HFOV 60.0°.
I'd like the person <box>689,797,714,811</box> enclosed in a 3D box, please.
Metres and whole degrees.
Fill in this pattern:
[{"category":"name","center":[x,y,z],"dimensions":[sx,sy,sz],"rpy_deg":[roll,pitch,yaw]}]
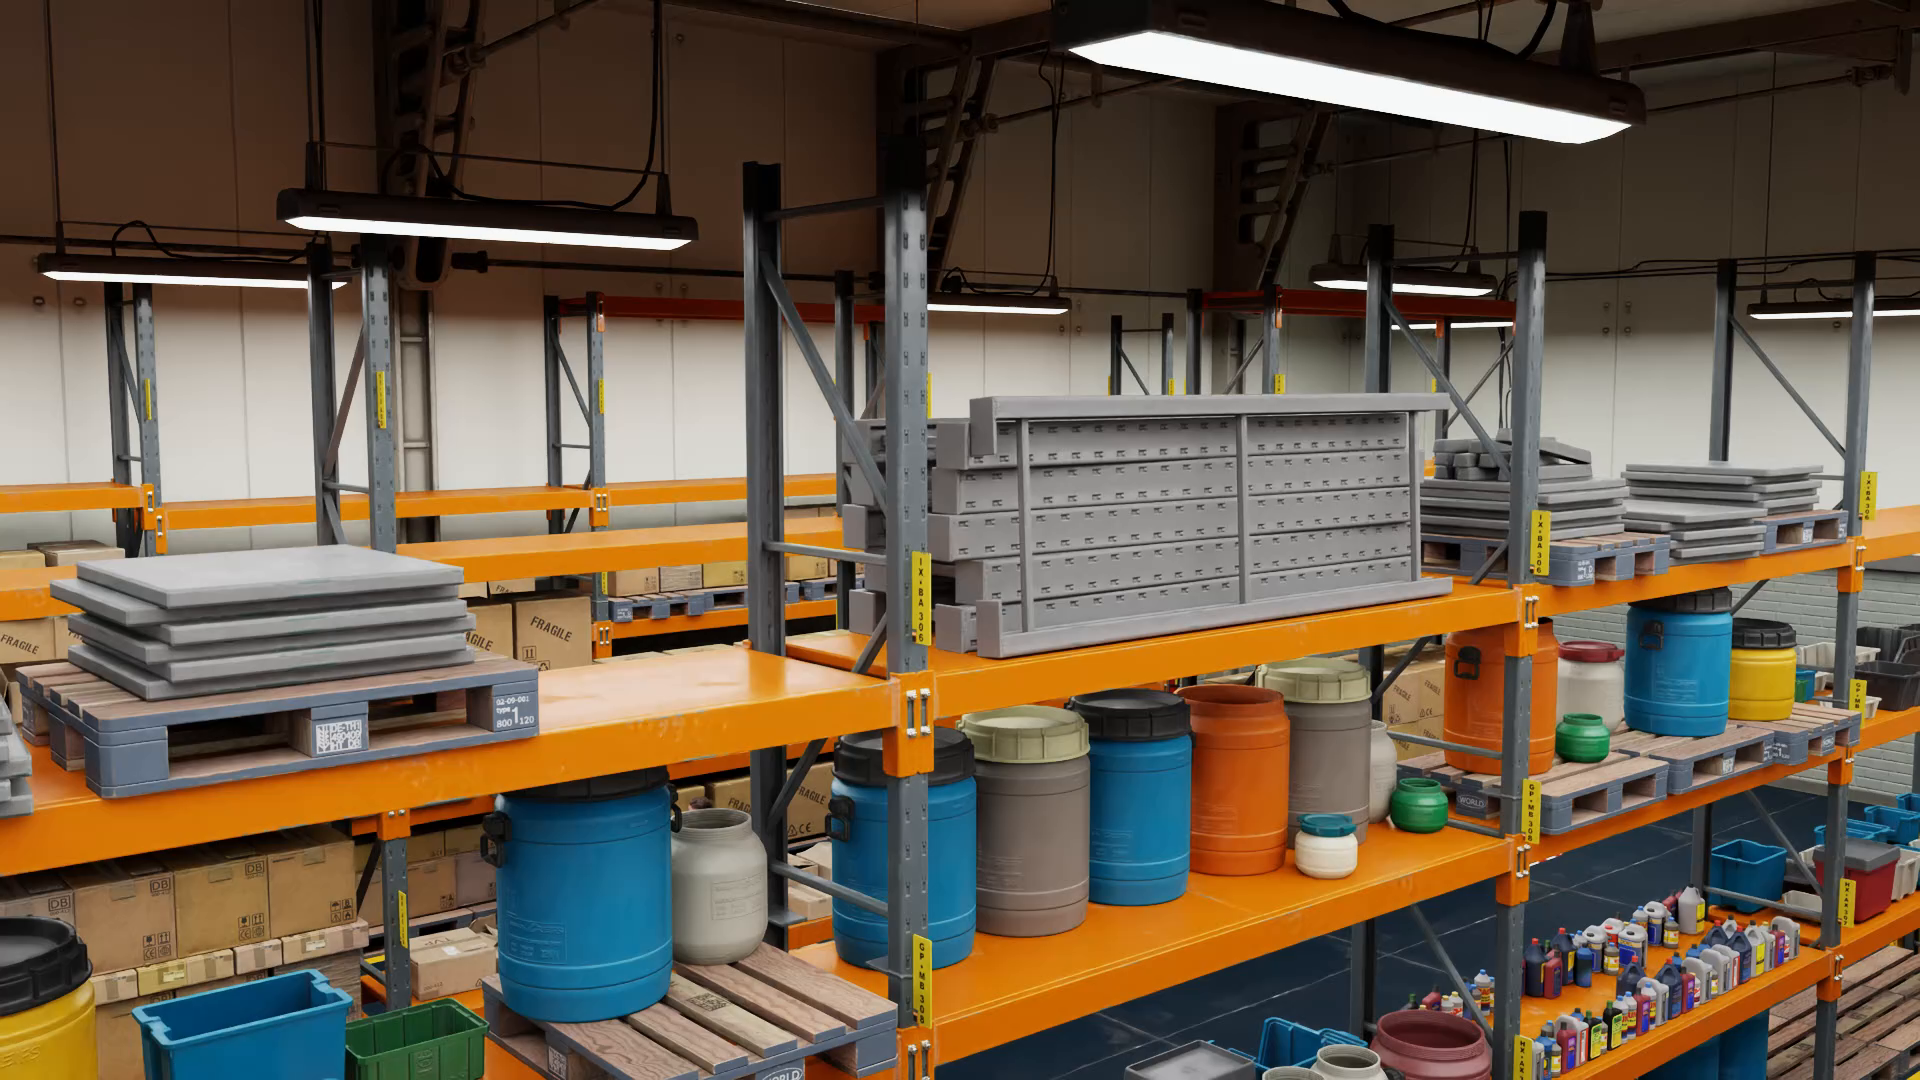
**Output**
[{"category":"person","center":[-2.230,2.988,14.000],"dimensions":[0.841,1.652,0.475],"rpy_deg":[-3,6,-28]}]
